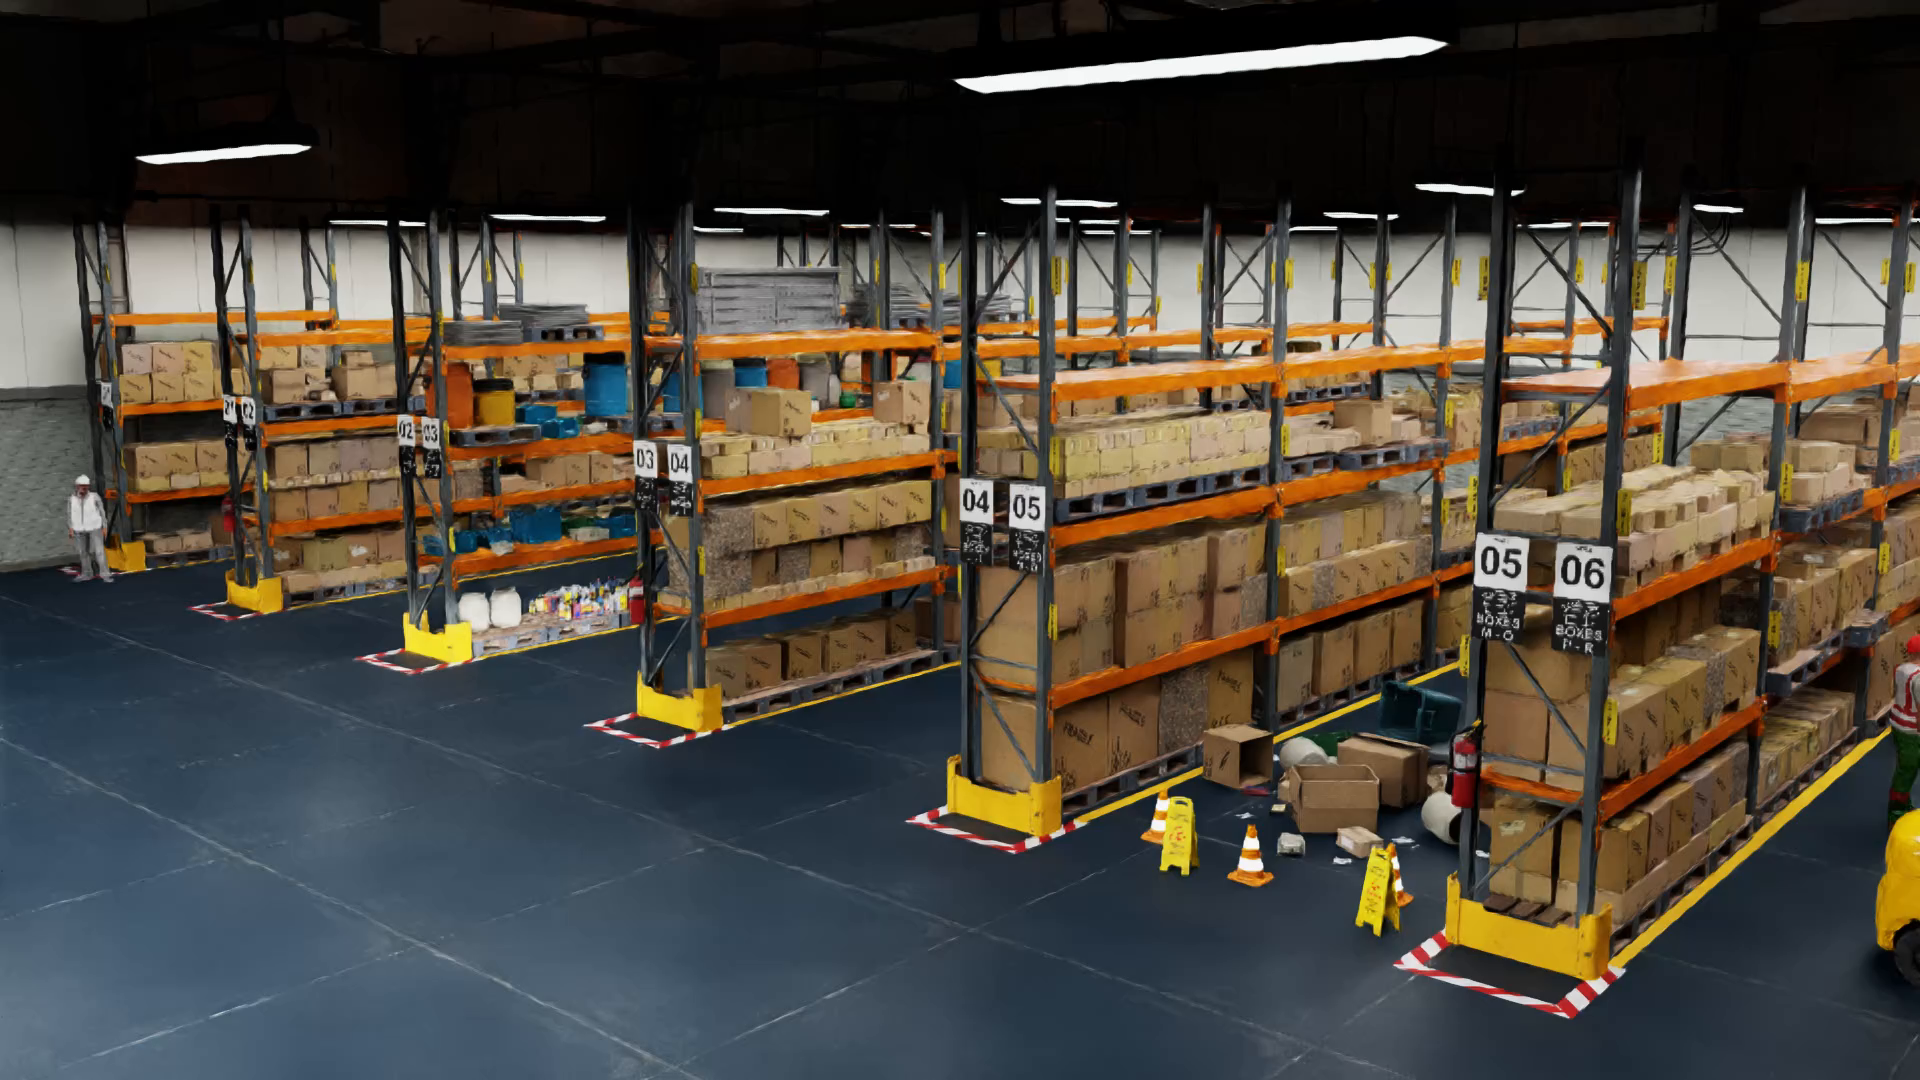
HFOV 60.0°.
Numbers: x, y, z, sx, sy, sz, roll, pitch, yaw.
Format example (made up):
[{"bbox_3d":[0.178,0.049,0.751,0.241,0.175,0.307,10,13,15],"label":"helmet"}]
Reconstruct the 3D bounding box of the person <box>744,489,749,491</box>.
[{"bbox_3d":[-3.408,-0.160,27.381,1.003,1.580,0.476,-8,12,-39],"label":"person"}]

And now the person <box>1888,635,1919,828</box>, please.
[{"bbox_3d":[8.791,1.750,15.276,0.451,1.789,0.605,2,10,11],"label":"person"}]

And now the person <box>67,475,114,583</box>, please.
[{"bbox_3d":[-14.111,-0.182,26.958,0.737,1.761,0.566,-2,10,-10],"label":"person"}]
